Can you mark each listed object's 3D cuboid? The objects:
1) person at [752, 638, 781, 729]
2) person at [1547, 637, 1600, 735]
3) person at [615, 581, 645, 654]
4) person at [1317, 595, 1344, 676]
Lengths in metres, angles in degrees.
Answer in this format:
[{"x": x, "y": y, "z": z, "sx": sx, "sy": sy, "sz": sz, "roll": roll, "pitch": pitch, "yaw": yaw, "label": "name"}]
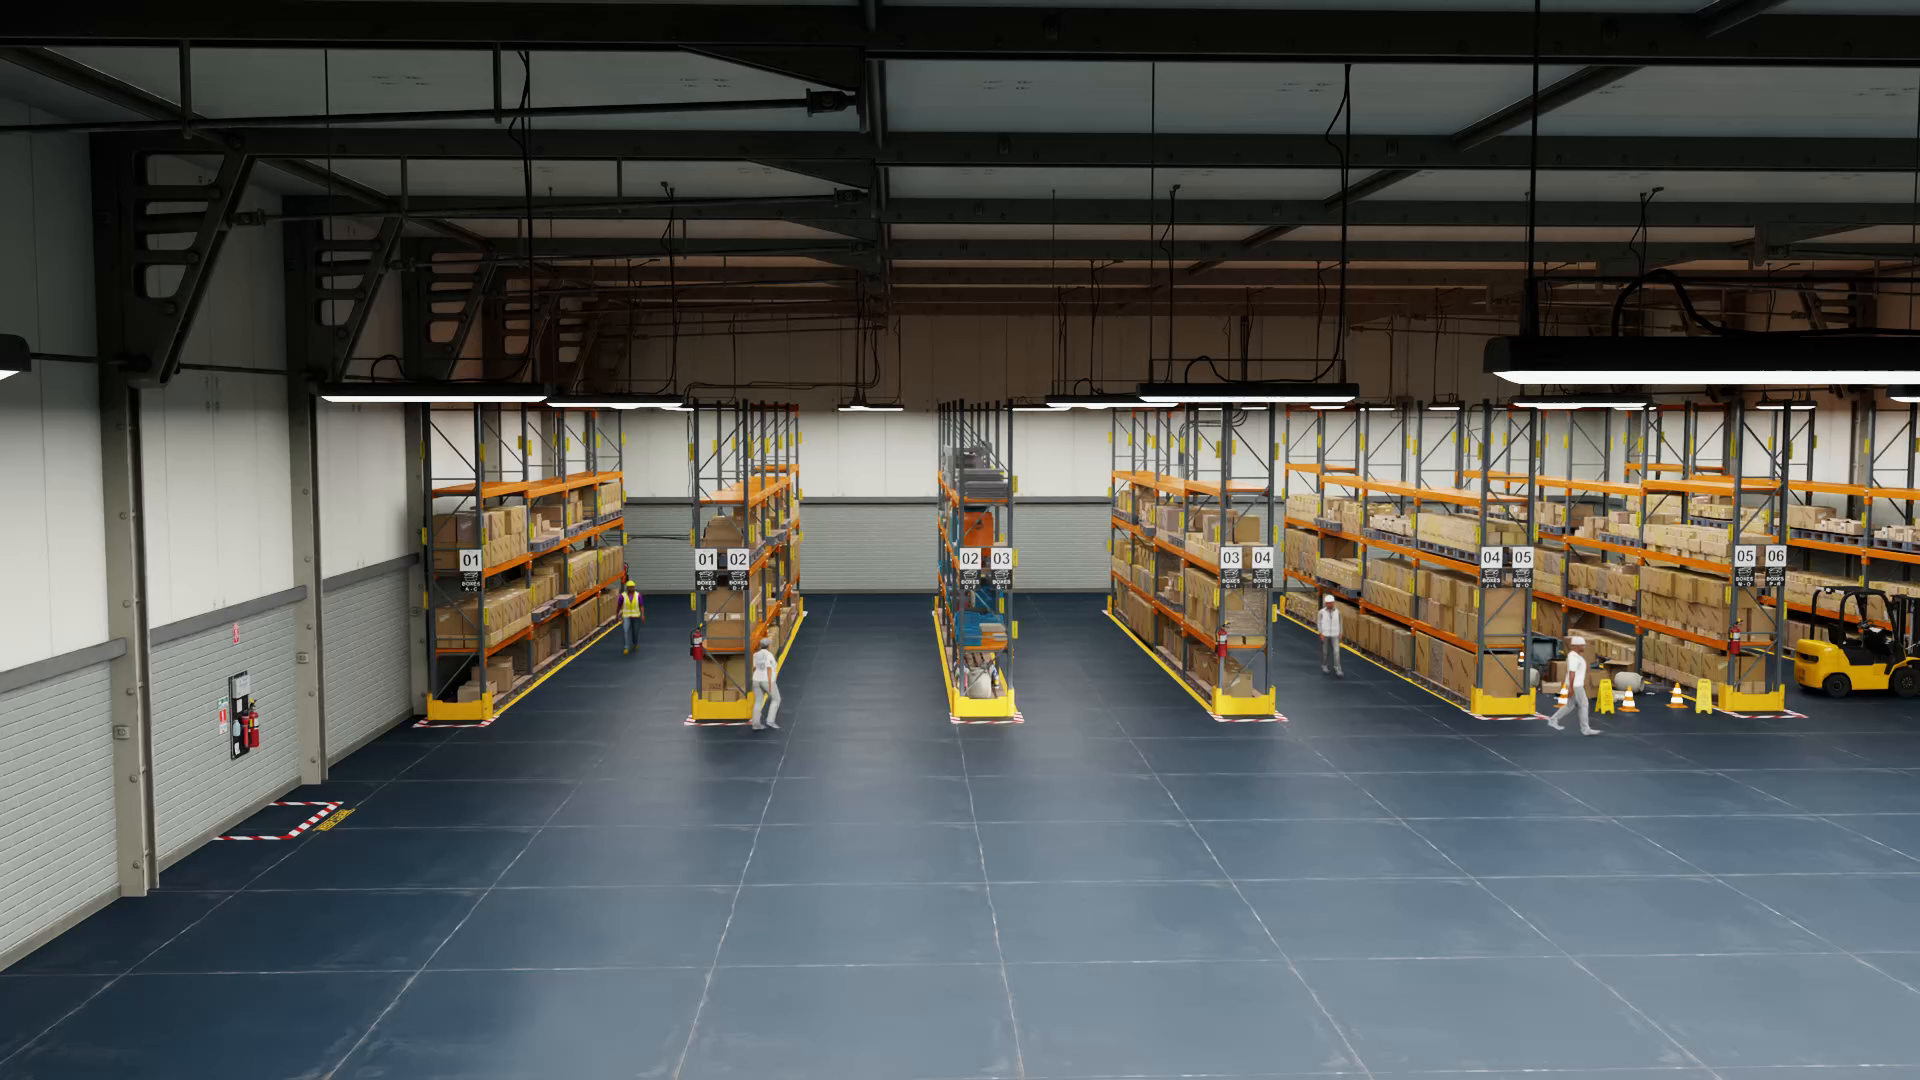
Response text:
[{"x": -3.569, "y": 2.617, "z": 30.148, "sx": 0.513, "sy": 1.681, "sz": 0.533, "roll": 3, "pitch": 5, "yaw": 33, "label": "person"}, {"x": 10.999, "y": 2.600, "z": 29.767, "sx": 0.860, "sy": 1.752, "sz": 0.585, "roll": 1, "pitch": 4, "yaw": 13, "label": "person"}, {"x": -7.887, "y": 1.828, "z": 39.748, "sx": 0.694, "sy": 1.705, "sz": 1.079, "roll": -1, "pitch": 4, "yaw": -11, "label": "person"}, {"x": 8.090, "y": 2.072, "z": 36.333, "sx": 0.569, "sy": 1.727, "sz": 0.959, "roll": 0, "pitch": 4, "yaw": 6, "label": "person"}]
